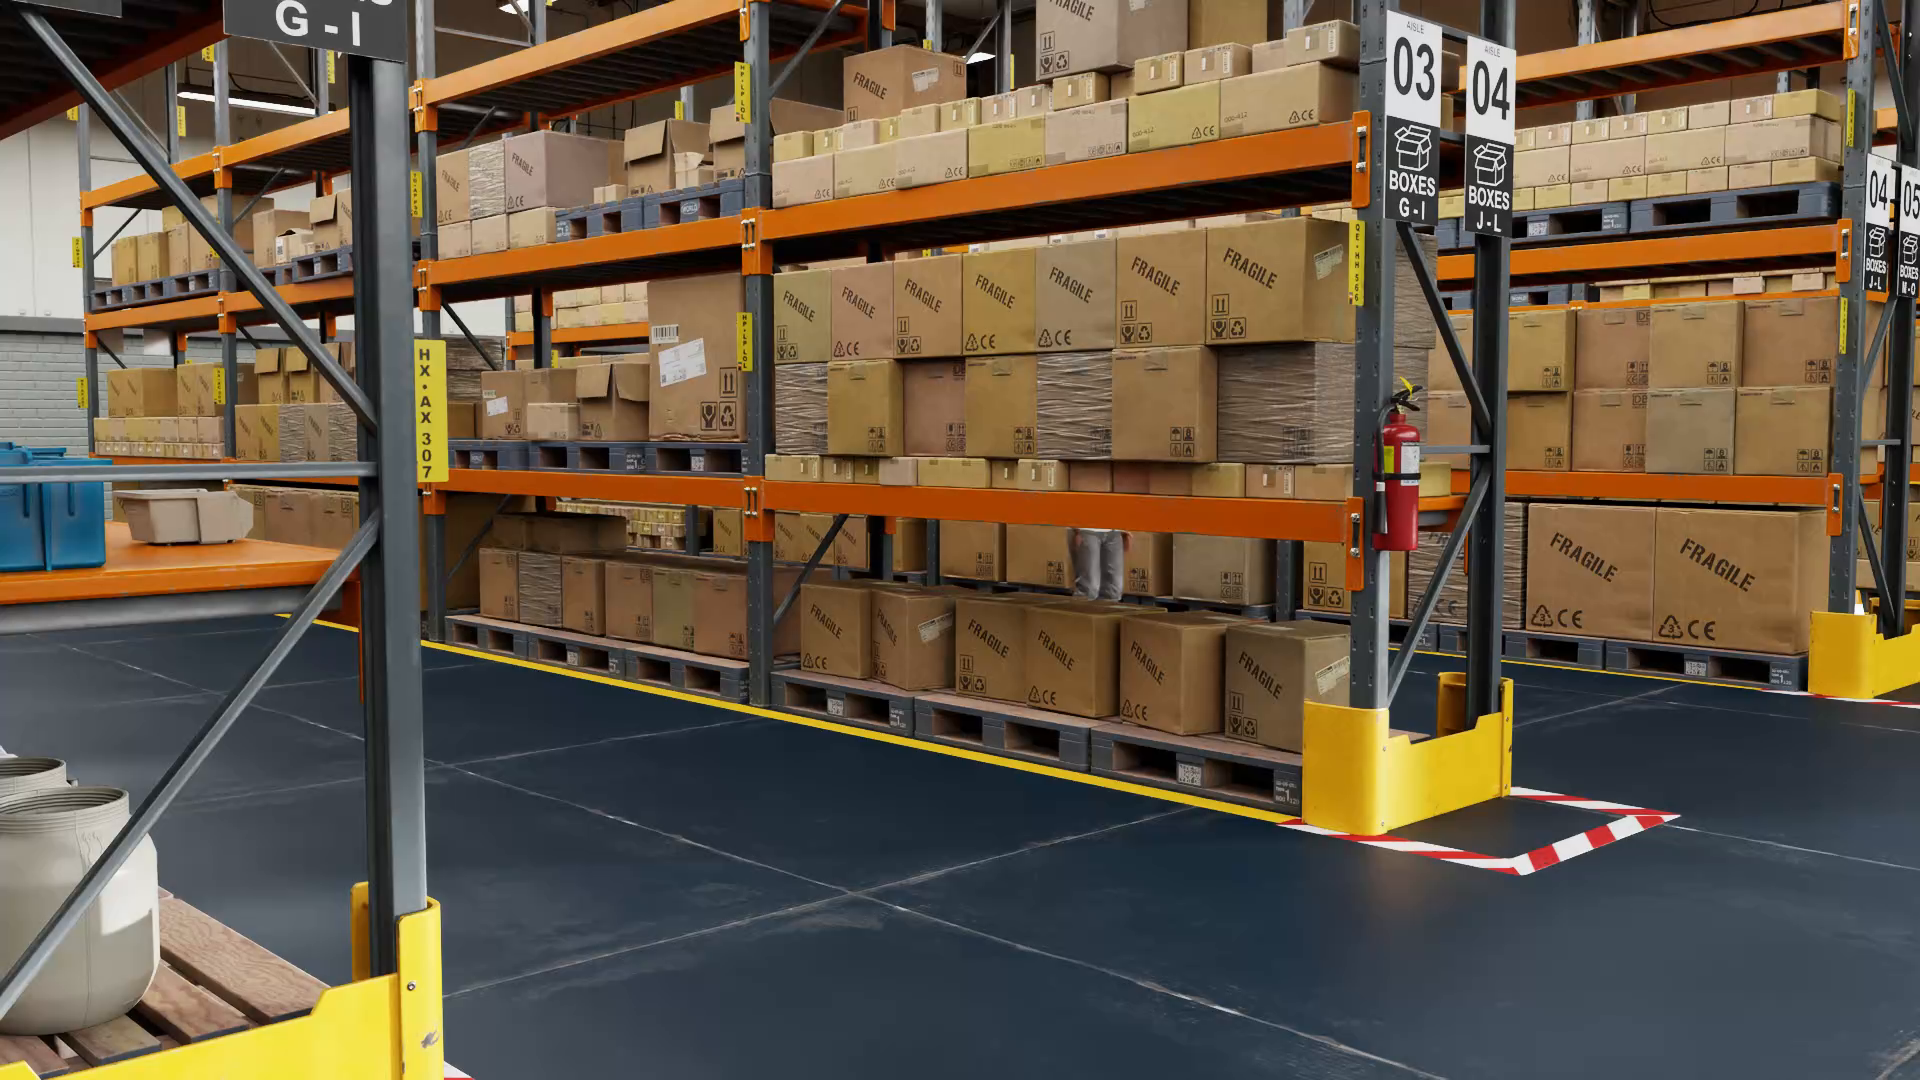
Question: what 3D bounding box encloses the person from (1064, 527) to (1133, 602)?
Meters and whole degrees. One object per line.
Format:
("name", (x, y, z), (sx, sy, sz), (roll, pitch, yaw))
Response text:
("person", (0.956, -0.056, 11.533), (0.536, 1.762, 0.369), (-4, 5, -43))
